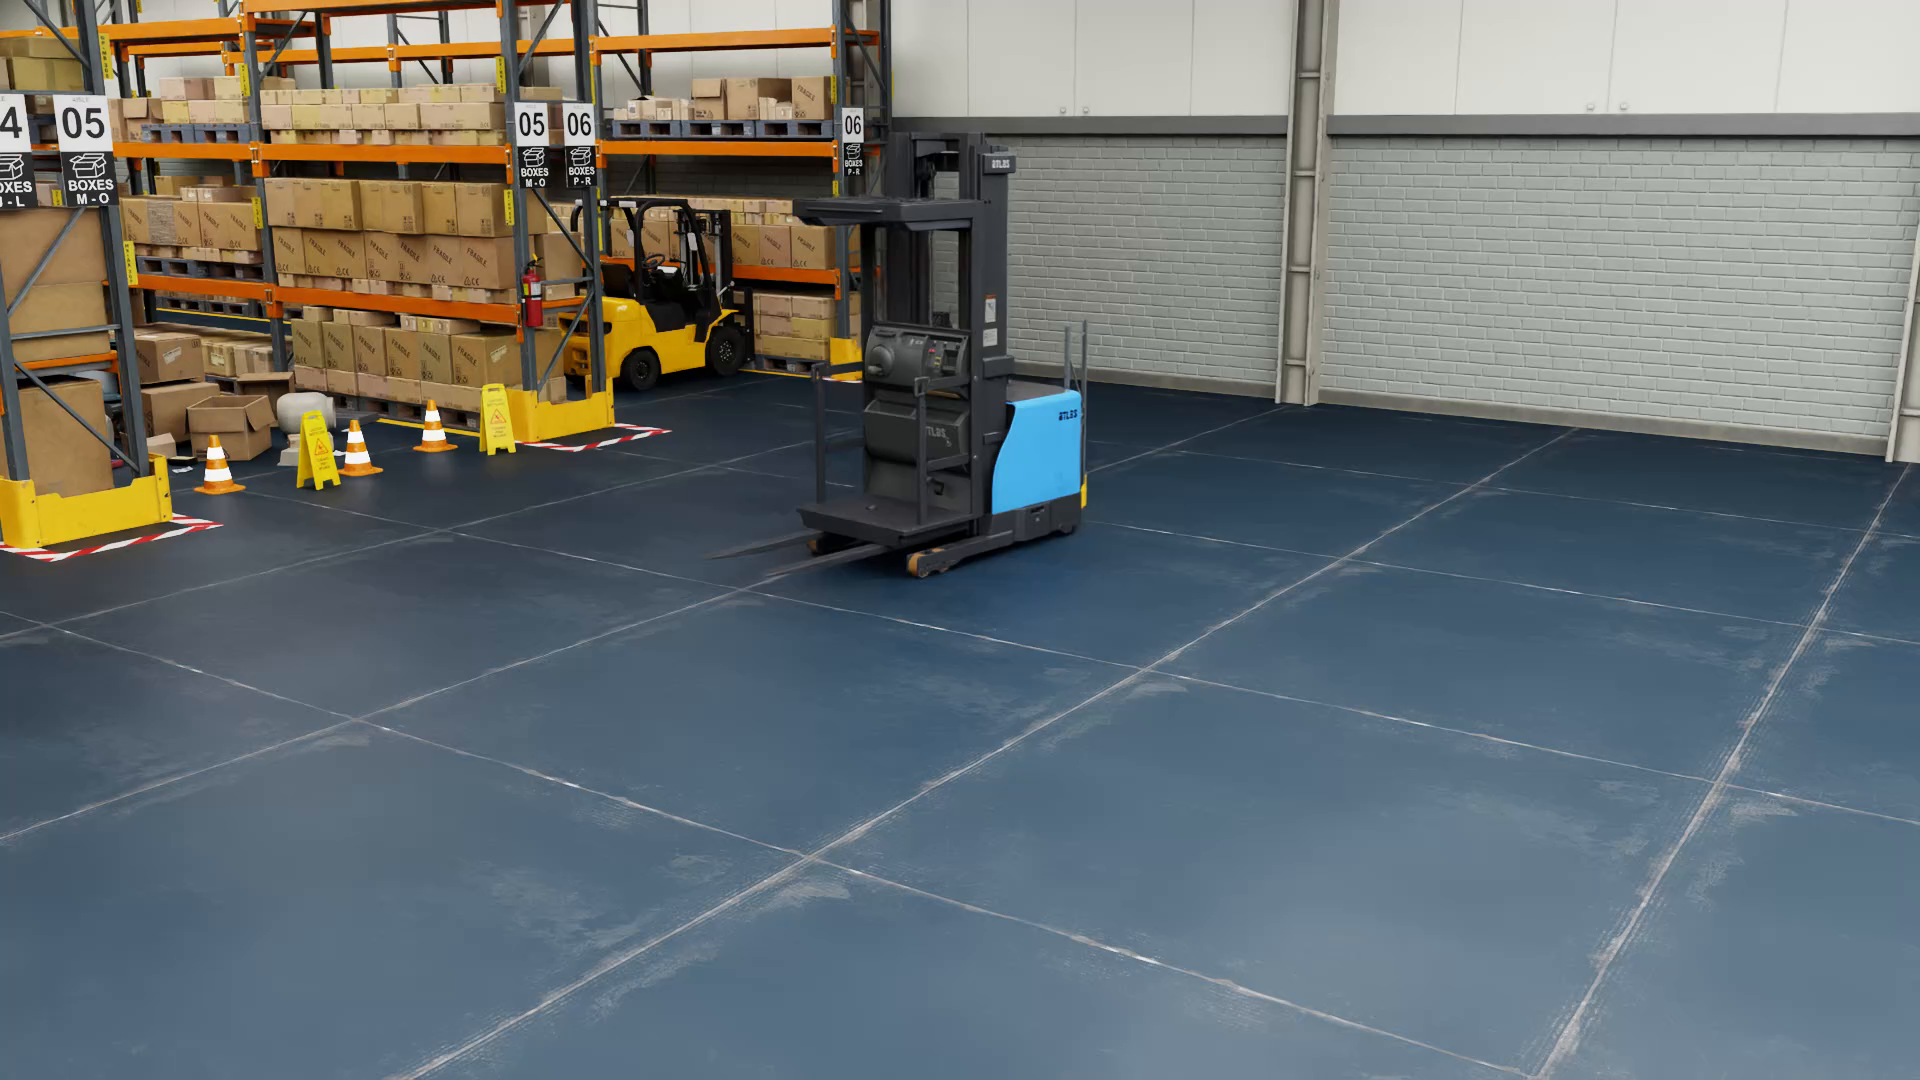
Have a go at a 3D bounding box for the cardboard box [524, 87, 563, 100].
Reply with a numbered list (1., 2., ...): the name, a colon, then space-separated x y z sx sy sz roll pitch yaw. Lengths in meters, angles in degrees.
1. cardboard box: -4.104 -4.337 16.222 0.250 0.149 0.380 9 17 32

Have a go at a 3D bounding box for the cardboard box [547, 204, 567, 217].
1. cardboard box: -5.572 -4.502 22.710 0.250 0.149 0.380 9 16 31

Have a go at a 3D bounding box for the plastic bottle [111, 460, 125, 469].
1. plastic bottle: -7.632 -0.679 14.940 0.133 0.061 0.283 3 14 14

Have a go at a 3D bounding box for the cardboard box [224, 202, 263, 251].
1. cardboard box: -7.753 -3.477 18.425 0.500 0.500 0.500 9 16 32

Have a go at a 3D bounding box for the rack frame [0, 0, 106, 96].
1. rack frame: -6.602 -4.439 11.528 0.127 3.000 1.000 9 17 33

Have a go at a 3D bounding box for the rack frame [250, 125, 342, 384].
1. rack frame: -7.242 -3.064 18.458 0.127 3.000 1.000 9 17 33

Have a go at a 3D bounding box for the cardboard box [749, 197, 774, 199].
1. cardboard box: -2.583 -4.326 21.380 0.250 0.149 0.380 9 17 33

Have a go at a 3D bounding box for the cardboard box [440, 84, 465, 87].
1. cardboard box: -6.854 -6.154 23.409 0.500 0.500 0.700 9 16 32

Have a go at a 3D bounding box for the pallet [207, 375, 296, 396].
1. pallet: -7.889 -1.814 19.214 1.213 0.211 1.003 9 17 33

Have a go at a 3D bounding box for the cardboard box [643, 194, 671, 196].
1. cardboard box: -4.041 -4.579 22.403 0.250 0.149 0.380 9 17 33

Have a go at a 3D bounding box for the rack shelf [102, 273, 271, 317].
1. rack shelf: -8.901 -2.983 19.628 4.000 0.370 1.077 9 17 33

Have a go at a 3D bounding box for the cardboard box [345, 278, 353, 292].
1. cardboard box: -6.259 -2.713 17.564 0.250 0.149 0.380 9 17 33

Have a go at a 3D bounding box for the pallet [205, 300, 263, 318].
1. pallet: -11.682 -3.866 27.500 1.213 0.211 1.003 9 17 33

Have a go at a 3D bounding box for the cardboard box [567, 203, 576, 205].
1. cardboard box: -5.270 -4.618 23.177 0.250 0.149 0.380 9 17 32

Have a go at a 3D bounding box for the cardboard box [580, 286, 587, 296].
1. cardboard box: -4.914 -3.173 22.967 0.625 0.625 0.875 10 17 35

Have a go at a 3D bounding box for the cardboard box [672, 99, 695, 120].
1. cardboard box: -3.413 -5.438 21.003 0.258 0.266 0.396 9 16 31

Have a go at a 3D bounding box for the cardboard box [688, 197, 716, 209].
1. cardboard box: -3.263 -4.303 21.287 0.250 0.149 0.380 9 17 33

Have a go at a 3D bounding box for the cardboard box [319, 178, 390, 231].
1. cardboard box: -6.185 -3.494 17.289 0.500 0.500 0.700 9 16 32

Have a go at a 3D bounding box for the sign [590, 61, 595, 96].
1. sign: -3.620 -4.516 16.263 0.005 0.325 0.100 9 17 33

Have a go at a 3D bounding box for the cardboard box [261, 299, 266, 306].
1. cardboard box: -10.837 -4.008 26.599 0.500 0.500 0.500 10 17 35

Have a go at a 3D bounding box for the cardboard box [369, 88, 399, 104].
1. cardboard box: -5.659 -4.434 16.614 0.250 0.149 0.380 10 17 34

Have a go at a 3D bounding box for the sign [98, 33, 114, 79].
1. sign: -6.287 -3.556 12.218 0.005 0.325 0.100 9 17 33

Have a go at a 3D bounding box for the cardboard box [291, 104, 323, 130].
1. cardboard box: -6.596 -4.411 17.349 0.500 0.250 0.500 9 17 32

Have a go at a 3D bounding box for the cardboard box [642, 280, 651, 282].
1. cardboard box: -3.958 -3.381 22.507 0.500 0.250 0.500 10 17 34

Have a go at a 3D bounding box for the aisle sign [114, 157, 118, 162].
1. aisle sign: -14.652 -6.876 28.447 0.004 0.787 0.394 9 17 33

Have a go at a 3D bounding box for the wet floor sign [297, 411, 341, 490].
1. wet floor sign: -5.472 -0.775 14.111 0.232 0.644 0.267 6 15 23

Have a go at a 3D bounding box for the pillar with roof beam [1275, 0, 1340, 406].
1. pillar with roof beam: 1.346 -5.040 13.955 0.400 9.000 9.100 9 17 33

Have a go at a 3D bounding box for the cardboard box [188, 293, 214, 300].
1. cardboard box: -12.428 -4.291 27.745 0.500 0.500 0.700 8 16 31

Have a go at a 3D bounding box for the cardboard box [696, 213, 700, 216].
1. cardboard box: -3.311 -4.145 21.267 0.250 0.149 0.380 9 16 31

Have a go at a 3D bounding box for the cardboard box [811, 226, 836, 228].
1. cardboard box: -1.600 -3.872 20.163 0.250 0.149 0.380 9 17 34

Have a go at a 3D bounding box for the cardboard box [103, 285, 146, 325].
1. cardboard box: -11.088 -2.882 21.271 0.875 0.875 0.875 9 17 32

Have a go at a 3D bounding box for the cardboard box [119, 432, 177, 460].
1. cardboard box: -7.466 -0.873 15.297 0.258 0.266 0.396 13 19 42

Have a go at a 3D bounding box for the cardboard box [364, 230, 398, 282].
1. cardboard box: -5.763 -2.946 17.154 0.500 0.500 0.500 9 17 33

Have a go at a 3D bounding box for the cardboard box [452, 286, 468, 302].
1. cardboard box: -4.825 -2.464 16.556 0.250 0.149 0.380 9 16 32

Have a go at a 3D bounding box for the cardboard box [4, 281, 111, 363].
1. cardboard box: -6.935 -1.641 12.396 0.550 0.550 0.875 9 17 33

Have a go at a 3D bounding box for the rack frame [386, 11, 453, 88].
1. rack frame: -7.794 -7.503 23.904 0.127 3.000 1.000 9 17 33

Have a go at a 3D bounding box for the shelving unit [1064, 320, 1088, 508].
1. shelving unit: 0.419 -0.995 13.222 1.083 1.500 0.587 5 15 21

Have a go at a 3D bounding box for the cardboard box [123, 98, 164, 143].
1. cardboard box: -9.279 -4.908 19.449 0.637 0.503 0.797 9 17 33

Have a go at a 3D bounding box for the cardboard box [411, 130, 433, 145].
1. cardboard box: -5.207 -3.994 16.496 0.250 0.149 0.380 9 17 32

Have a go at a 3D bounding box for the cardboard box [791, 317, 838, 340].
1. cardboard box: -1.734 -2.632 20.523 0.500 0.250 0.500 9 16 32

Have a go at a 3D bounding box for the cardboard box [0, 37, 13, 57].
1. cardboard box: -6.908 -3.643 12.334 0.250 0.149 0.380 9 17 33

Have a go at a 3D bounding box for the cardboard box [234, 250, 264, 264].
1. cardboard box: -7.823 -3.160 18.494 0.250 0.149 0.380 9 17 34

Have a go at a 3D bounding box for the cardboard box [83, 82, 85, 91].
1. cardboard box: -10.958 -5.331 20.284 0.637 0.503 0.797 8 16 29

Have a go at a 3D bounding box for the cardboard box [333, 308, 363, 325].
1. cardboard box: -6.405 -2.382 17.640 0.250 0.149 0.380 10 17 35

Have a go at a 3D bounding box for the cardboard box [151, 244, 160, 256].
1. cardboard box: -9.261 -3.423 19.558 0.250 0.149 0.380 10 17 35

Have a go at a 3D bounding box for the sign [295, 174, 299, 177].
1. sign: -10.806 -5.800 27.102 0.005 0.325 0.100 9 17 33

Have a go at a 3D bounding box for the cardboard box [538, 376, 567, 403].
1. cardboard box: -4.438 -1.560 17.231 0.500 0.250 0.500 9 17 32

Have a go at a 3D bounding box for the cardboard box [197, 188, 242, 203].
1. cardboard box: -8.330 -3.882 18.713 0.250 0.149 0.380 9 16 31

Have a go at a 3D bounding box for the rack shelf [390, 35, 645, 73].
1. rack shelf: -6.134 -6.691 22.955 4.000 0.370 1.077 9 17 33

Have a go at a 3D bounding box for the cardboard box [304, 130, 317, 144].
1. cardboard box: -6.667 -4.250 17.529 0.250 0.149 0.380 9 17 33

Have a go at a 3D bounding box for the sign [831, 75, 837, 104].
1. sign: -1.470 -5.259 19.404 0.005 0.325 0.100 9 17 33

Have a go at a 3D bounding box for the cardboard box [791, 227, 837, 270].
1. cardboard box: -1.710 -3.580 20.334 0.500 0.500 0.500 9 16 32

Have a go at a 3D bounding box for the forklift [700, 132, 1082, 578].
1. forklift: -0.448 -1.305 11.494 1.130 2.935 3.031 12 19 41

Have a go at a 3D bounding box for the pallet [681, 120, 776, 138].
1. pallet: -2.744 -5.194 21.006 1.213 0.211 1.003 9 17 33

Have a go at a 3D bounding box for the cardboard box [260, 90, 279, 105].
1. cardboard box: -7.163 -4.678 17.598 0.250 0.149 0.380 9 16 32

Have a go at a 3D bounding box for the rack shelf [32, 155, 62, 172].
1. rack shelf: -8.261 -2.902 13.059 4.000 0.370 1.077 9 17 33
